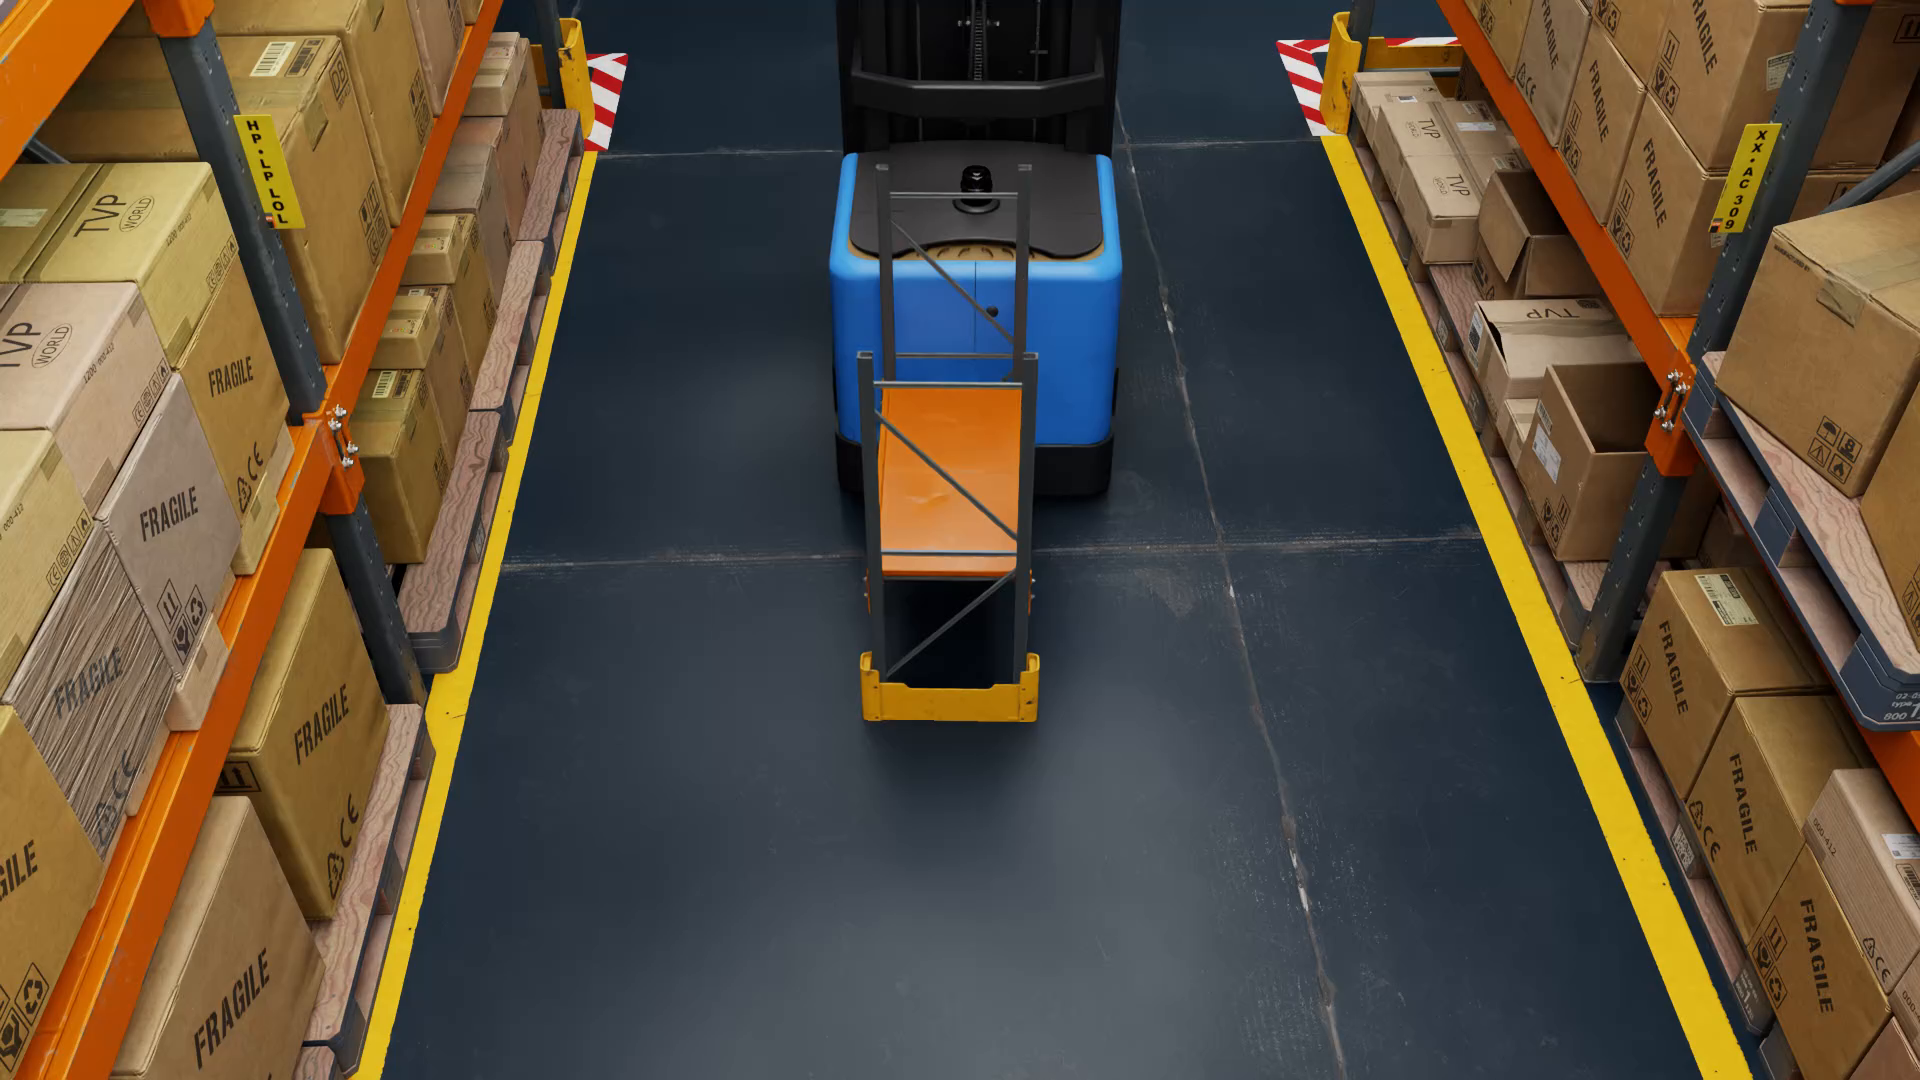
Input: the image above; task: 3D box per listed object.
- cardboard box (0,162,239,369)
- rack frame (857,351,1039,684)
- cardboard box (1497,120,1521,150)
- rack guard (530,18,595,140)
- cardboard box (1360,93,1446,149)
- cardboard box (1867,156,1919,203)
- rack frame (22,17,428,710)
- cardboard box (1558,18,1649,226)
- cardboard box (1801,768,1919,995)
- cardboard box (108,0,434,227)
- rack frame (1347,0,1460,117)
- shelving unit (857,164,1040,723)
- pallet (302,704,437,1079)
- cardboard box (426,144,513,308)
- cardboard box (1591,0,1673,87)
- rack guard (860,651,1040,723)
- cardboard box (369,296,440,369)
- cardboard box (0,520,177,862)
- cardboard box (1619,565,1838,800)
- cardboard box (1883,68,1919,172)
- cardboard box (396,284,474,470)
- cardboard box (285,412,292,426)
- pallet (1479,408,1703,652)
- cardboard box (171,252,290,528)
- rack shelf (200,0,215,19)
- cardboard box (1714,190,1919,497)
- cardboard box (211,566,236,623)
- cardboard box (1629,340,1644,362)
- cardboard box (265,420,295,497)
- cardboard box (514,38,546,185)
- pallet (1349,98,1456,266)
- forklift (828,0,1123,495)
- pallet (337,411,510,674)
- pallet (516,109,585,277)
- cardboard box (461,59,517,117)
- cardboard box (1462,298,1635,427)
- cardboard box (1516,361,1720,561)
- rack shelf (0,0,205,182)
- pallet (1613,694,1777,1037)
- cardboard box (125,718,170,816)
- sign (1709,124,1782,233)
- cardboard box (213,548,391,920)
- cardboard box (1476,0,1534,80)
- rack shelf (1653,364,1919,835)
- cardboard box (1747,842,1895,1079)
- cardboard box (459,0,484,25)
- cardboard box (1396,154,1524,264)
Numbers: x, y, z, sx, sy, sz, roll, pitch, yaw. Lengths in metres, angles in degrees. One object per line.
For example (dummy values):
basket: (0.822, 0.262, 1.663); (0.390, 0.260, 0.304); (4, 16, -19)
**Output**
cardboard box: (-2.035, -0.641, 3.866); (0.500, 0.250, 0.500); (-1, 43, -1)
rack frame: (-0.034, 0.043, 5.093); (0.500, 1.500, 0.032); (1, 43, 1)
cardboard box: (2.665, -1.846, 7.815); (0.380, 0.166, 0.250); (-2, 43, -2)
rack guard: (-2.481, -2.314, 8.405); (1.175, 0.500, 0.348); (-2, 43, -2)
cardboard box: (2.154, -2.021, 8.006); (0.380, 0.166, 0.250); (-2, 43, -2)
cardboard box: (2.889, -1.053, 5.104); (0.500, 0.500, 0.500); (-1, 43, -1)
rack frame: (-2.310, -0.519, 4.596); (1.000, 3.000, 0.127); (-2, 43, -2)
cardboard box: (2.338, -1.379, 5.460); (0.500, 0.500, 0.500); (-1, 43, -1)
cardboard box: (2.458, 0.828, 4.096); (0.500, 0.250, 0.500); (-2, 43, -2)
cardboard box: (-2.343, -1.489, 5.433); (0.980, 0.700, 0.700); (-3, 43, -3)
rack frame: (2.469, -3.364, 7.700); (1.000, 3.000, 0.127); (-2, 43, -2)
shelving unit: (-0.027, -0.307, 5.475); (0.587, 1.500, 1.083); (1, 43, 1)
pallet: (-2.202, 1.028, 4.973); (1.003, 0.211, 1.213); (-2, 43, -2)
cardboard box: (-2.307, -1.306, 6.994); (0.700, 0.500, 0.500); (-3, 43, -3)
cardboard box: (2.334, -1.749, 5.124); (0.500, 0.500, 0.500); (-2, 43, -3)
rack guard: (-0.034, 0.491, 5.530); (0.587, 0.250, 0.087); (1, 43, 1)
cardboard box: (-2.072, -0.736, 5.892); (0.380, 0.149, 0.250); (0, 43, 0)
cardboard box: (-1.995, 0.315, 3.378); (0.500, 0.500, 0.500); (-2, 43, -2)
cardboard box: (2.416, 0.429, 5.086); (0.500, 0.500, 0.500); (-3, 43, -4)
cardboard box: (2.900, -1.395, 4.738); (0.500, 0.500, 0.500); (-1, 43, -1)
cardboard box: (-2.258, -0.599, 6.223); (0.700, 0.500, 0.500); (-2, 43, -2)
cardboard box: (-2.432, -0.396, 5.521); (0.380, 0.149, 0.250); (-2, 43, -2)
pallet: (2.610, -0.099, 6.202); (1.003, 0.211, 1.213); (-2, 43, -2)
cardboard box: (-2.039, -0.369, 4.123); (0.500, 0.500, 0.500); (-2, 43, -2)
rack shelf: (-2.395, -2.710, 5.299); (1.077, 0.370, 4.000); (-2, 43, -2)
cardboard box: (2.435, -0.529, 4.223); (0.700, 0.500, 0.500); (-15, 45, -16)
cardboard box: (-2.013, 0.132, 4.057); (0.380, 0.149, 0.250); (0, 43, 0)
cardboard box: (2.790, -0.655, 6.516); (0.380, 0.166, 0.250); (-2, 43, -2)
cardboard box: (-2.013, -0.214, 4.434); (0.380, 0.149, 0.250); (-1, 43, -1)
cardboard box: (-2.351, -1.983, 7.733); (0.700, 0.500, 0.500); (-2, 43, -2)
pallet: (2.507, -1.747, 8.000); (1.003, 0.211, 1.213); (-2, 43, -2)
forklift: (0.074, -2.224, 6.507); (1.130, 2.935, 3.031); (1, 43, 1)
pallet: (-2.265, -0.007, 6.101); (1.003, 0.211, 1.213); (-2, 43, -2)
pallet: (-2.368, -1.654, 7.898); (1.003, 0.211, 1.213); (-2, 43, -2)
cardboard box: (-2.152, -1.968, 7.236); (0.380, 0.149, 0.250); (-1, 43, -1)
cardboard box: (2.299, -0.718, 6.477); (0.500, 0.311, 0.500); (-2, 43, -2)
cardboard box: (2.331, -0.281, 5.861); (0.500, 0.500, 0.500); (-2, 43, -2)
rack shelf: (-2.226, -0.009, 2.353); (1.077, 0.370, 4.000); (-2, 43, -2)
pallet: (2.711, 0.912, 5.099); (1.003, 0.211, 1.213); (-2, 43, -2)
cardboard box: (-1.999, 0.476, 3.682); (0.380, 0.149, 0.250); (-2, 43, -2)
sign: (2.097, -0.962, 4.439); (0.100, 0.325, 0.005); (-2, 43, -2)
cardboard box: (-2.153, 0.554, 4.706); (0.750, 0.750, 0.750); (-1, 43, -1)
cardboard box: (2.289, -2.069, 6.214); (0.500, 0.500, 0.500); (-1, 43, -1)
rack shelf: (2.724, 0.952, 3.524); (1.077, 0.370, 4.000); (-2, 43, -2)
cardboard box: (2.463, 1.126, 4.326); (0.500, 0.500, 0.500); (-1, 43, -1)
cardboard box: (-2.407, -2.495, 6.530); (0.980, 0.700, 0.700); (-2, 43, -2)
cardboard box: (2.251, -1.462, 7.335); (0.500, 0.250, 0.500); (-2, 43, -2)
